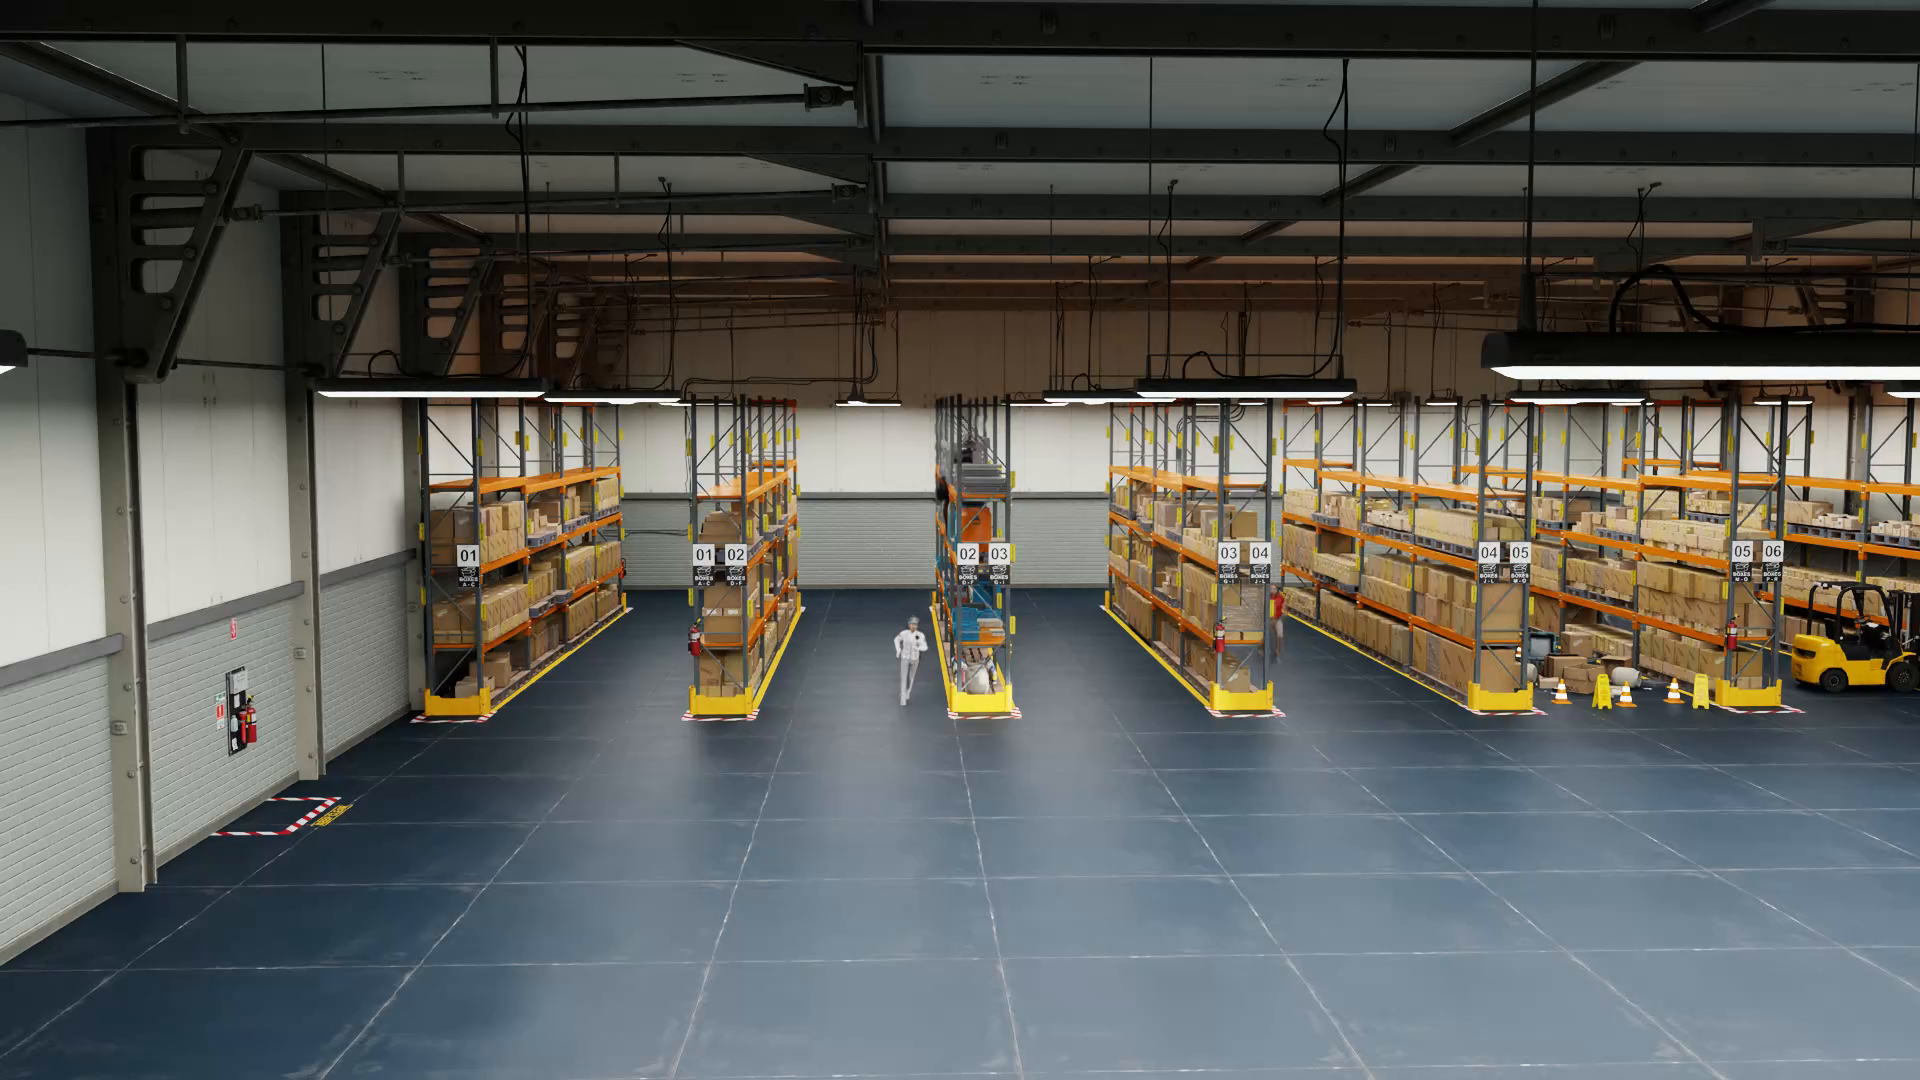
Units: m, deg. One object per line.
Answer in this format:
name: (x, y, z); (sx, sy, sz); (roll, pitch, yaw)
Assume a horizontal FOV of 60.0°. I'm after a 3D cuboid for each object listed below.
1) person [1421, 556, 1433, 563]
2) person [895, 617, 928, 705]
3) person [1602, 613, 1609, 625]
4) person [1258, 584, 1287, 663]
person: (13.871, 1.006, 49.292); (0.902, 1.720, 0.679); (0, 4, 2)
person: (-0.940, 2.311, 32.152); (0.628, 1.663, 0.976); (0, 5, -5)
person: (16.532, 1.492, 42.814); (0.700, 1.761, 0.872); (-1, 5, -7)
person: (7.114, 1.891, 37.883); (0.674, 1.786, 0.929); (-1, 5, -6)
